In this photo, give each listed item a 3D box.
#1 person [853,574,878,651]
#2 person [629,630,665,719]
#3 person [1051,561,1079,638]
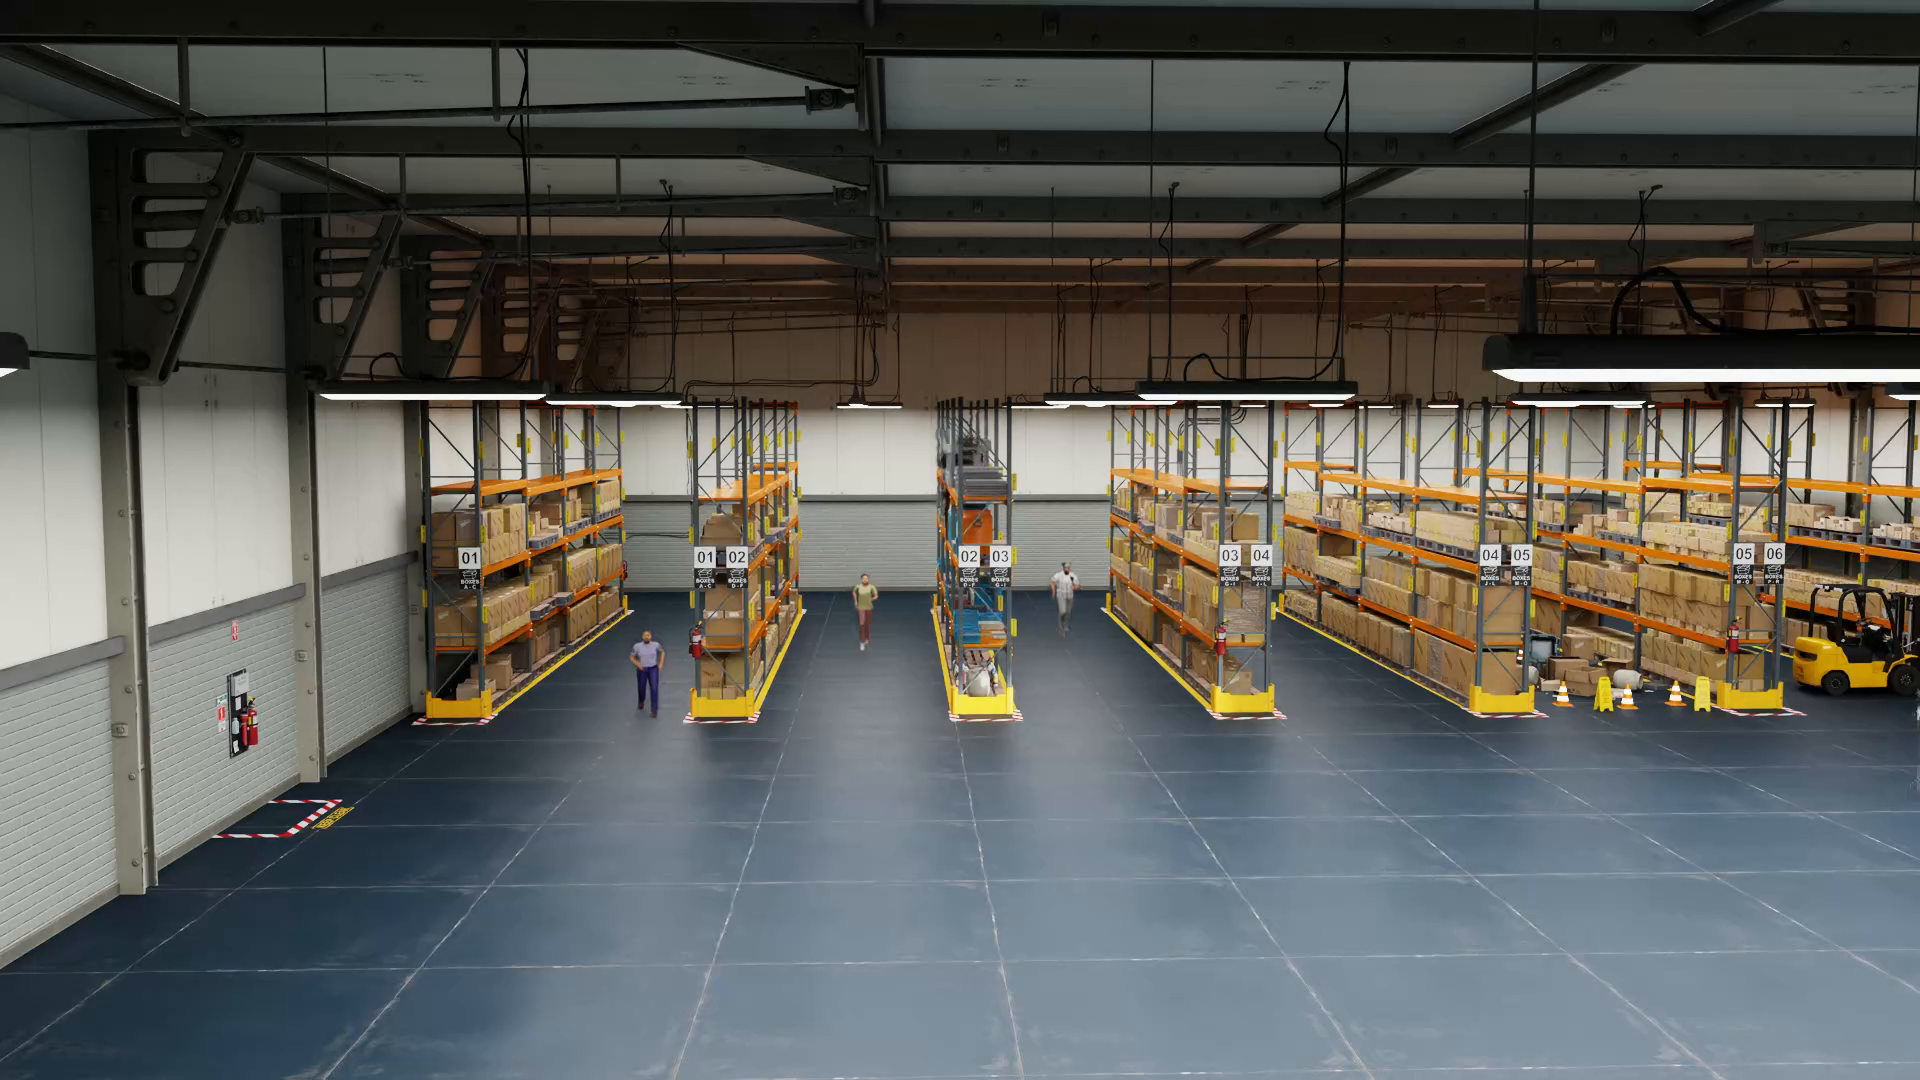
[{"bbox_3d":[-2.172,1.638,38.426,0.564,1.743,0.736,-1,4,-7],"label":"person"},{"bbox_3d":[-5.886,2.511,31.328,0.662,1.675,0.793,-1,5,-14],"label":"person"},{"bbox_3d":[2.601,1.460,40.782,0.629,1.886,0.800,-1,5,-13],"label":"person"}]
